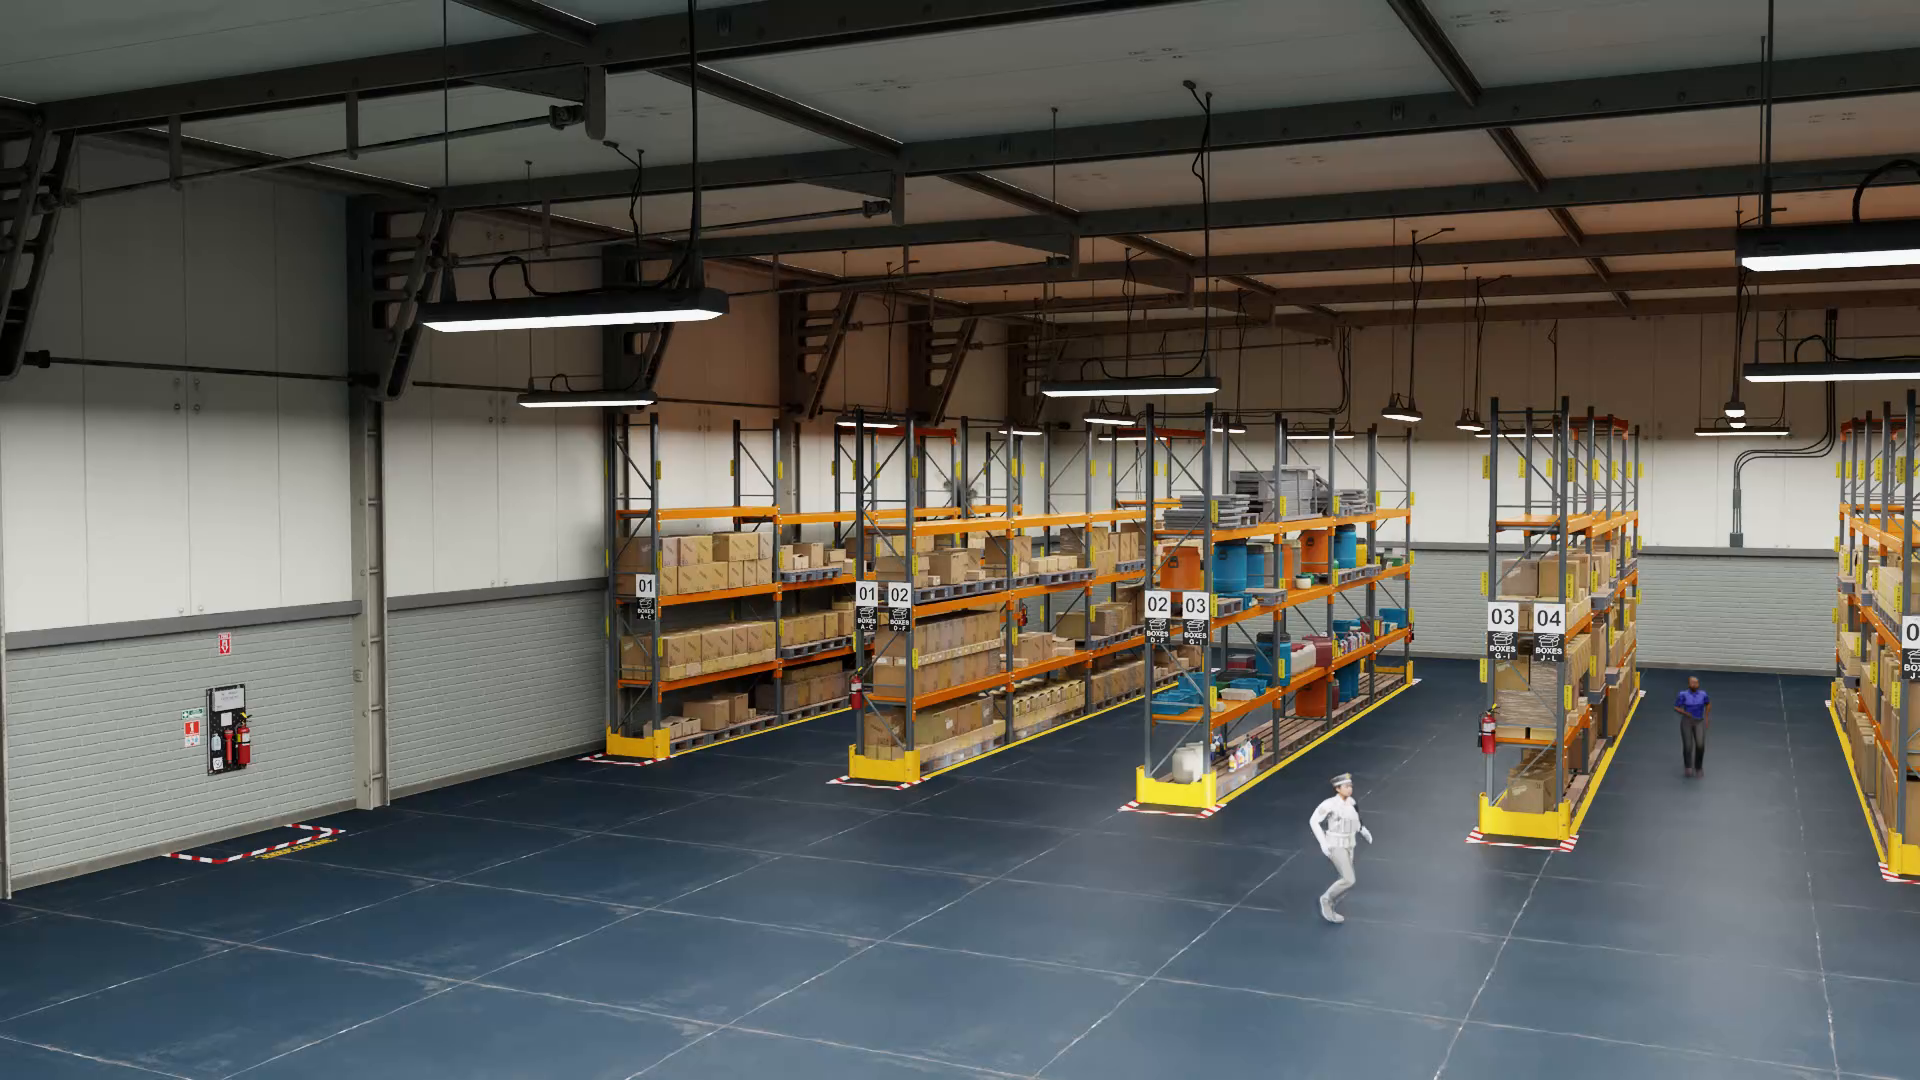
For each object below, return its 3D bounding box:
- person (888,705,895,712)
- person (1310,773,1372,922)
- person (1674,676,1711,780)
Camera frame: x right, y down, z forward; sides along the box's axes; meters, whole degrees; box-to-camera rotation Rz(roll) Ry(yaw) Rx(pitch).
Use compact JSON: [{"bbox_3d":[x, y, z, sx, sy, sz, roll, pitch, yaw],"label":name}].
[{"bbox_3d":[-1.145,2.823,31.467,0.587,1.742,0.791,1,3,18],"label":"person"},{"bbox_3d":[4.239,3.395,18.337,0.623,1.657,0.567,-2,3,-40],"label":"person"},{"bbox_3d":[11.917,3.052,27.053,0.573,1.690,0.712,1,3,19],"label":"person"}]
